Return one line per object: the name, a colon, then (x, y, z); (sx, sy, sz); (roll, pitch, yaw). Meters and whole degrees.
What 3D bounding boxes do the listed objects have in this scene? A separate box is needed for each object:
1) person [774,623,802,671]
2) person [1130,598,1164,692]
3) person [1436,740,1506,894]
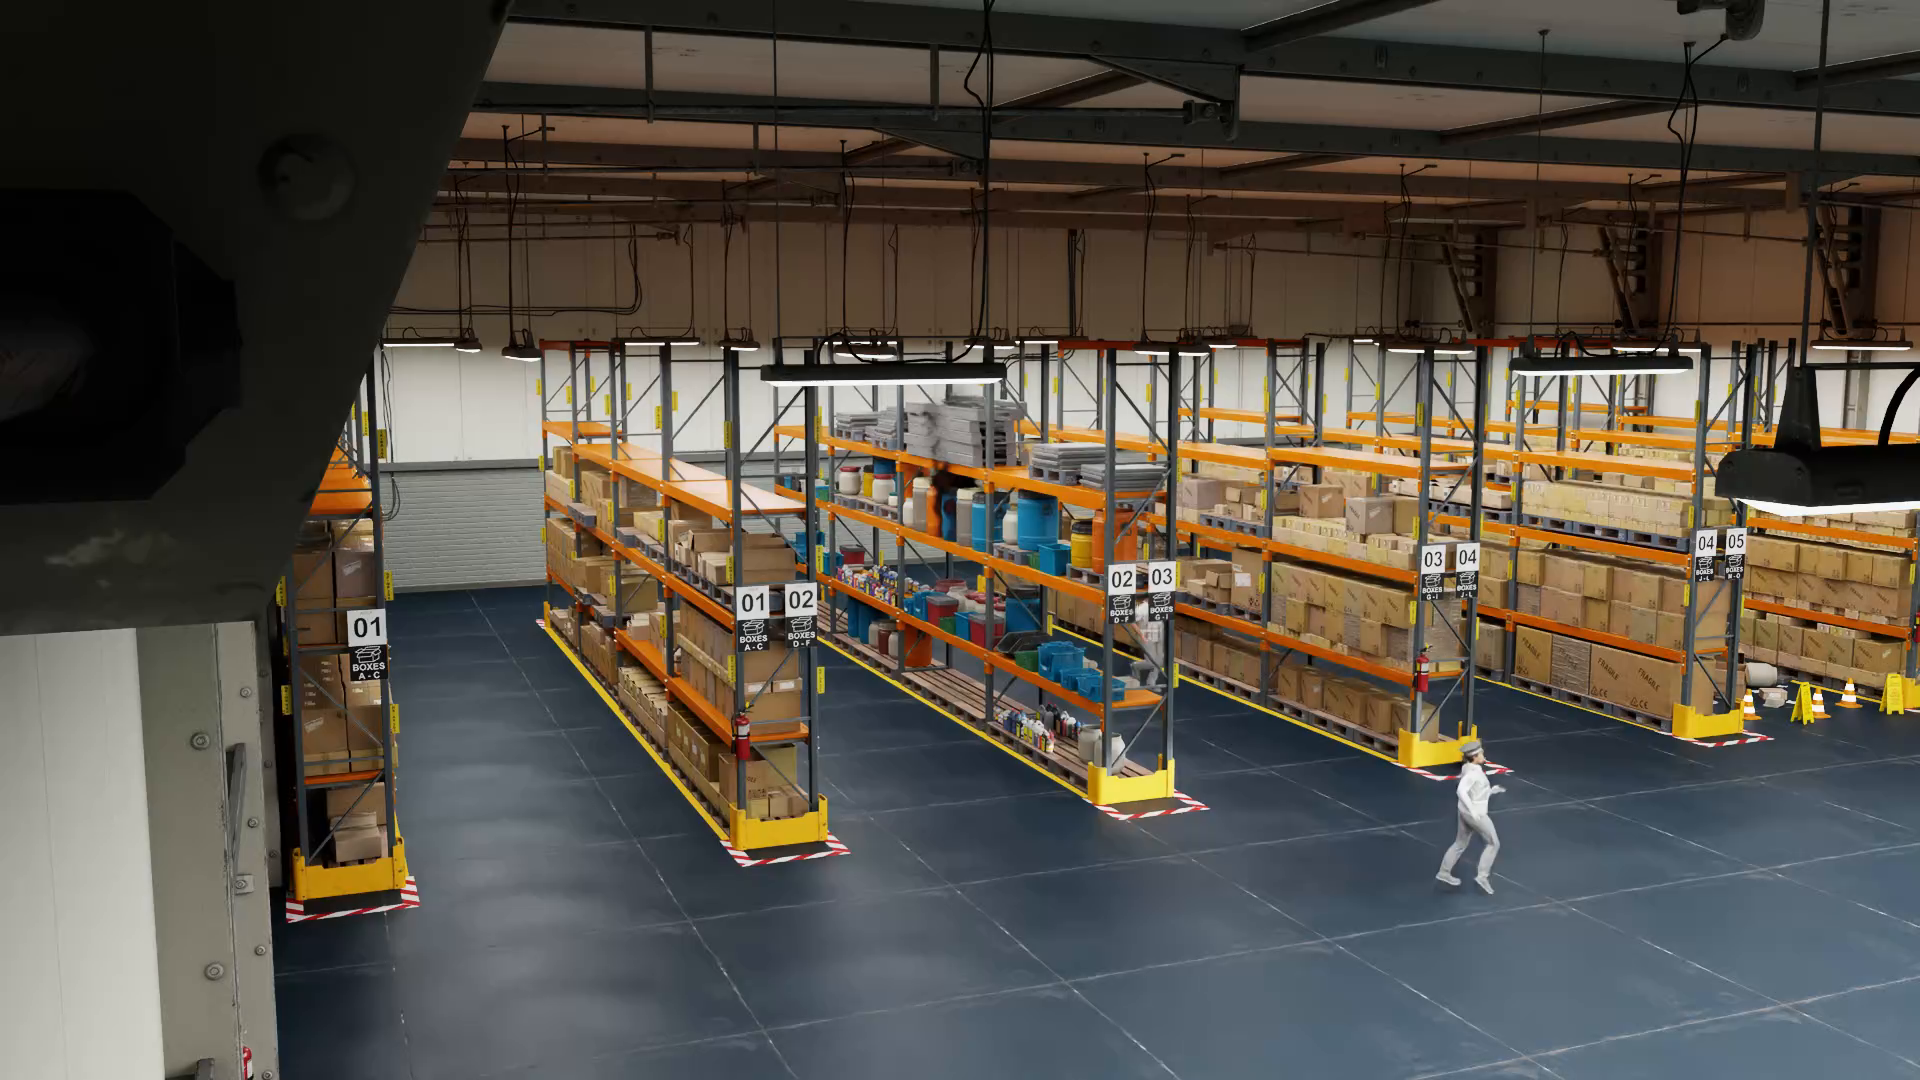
person: (-3.082, 1.384, 29.346); (0.650, 1.768, 0.789); (-5, 9, -35)
person: (3.132, 1.617, 27.445); (0.664, 1.753, 0.602); (-5, 9, -35)
person: (5.719, 3.093, 18.559); (0.732, 1.749, 0.576); (0, 7, -3)
